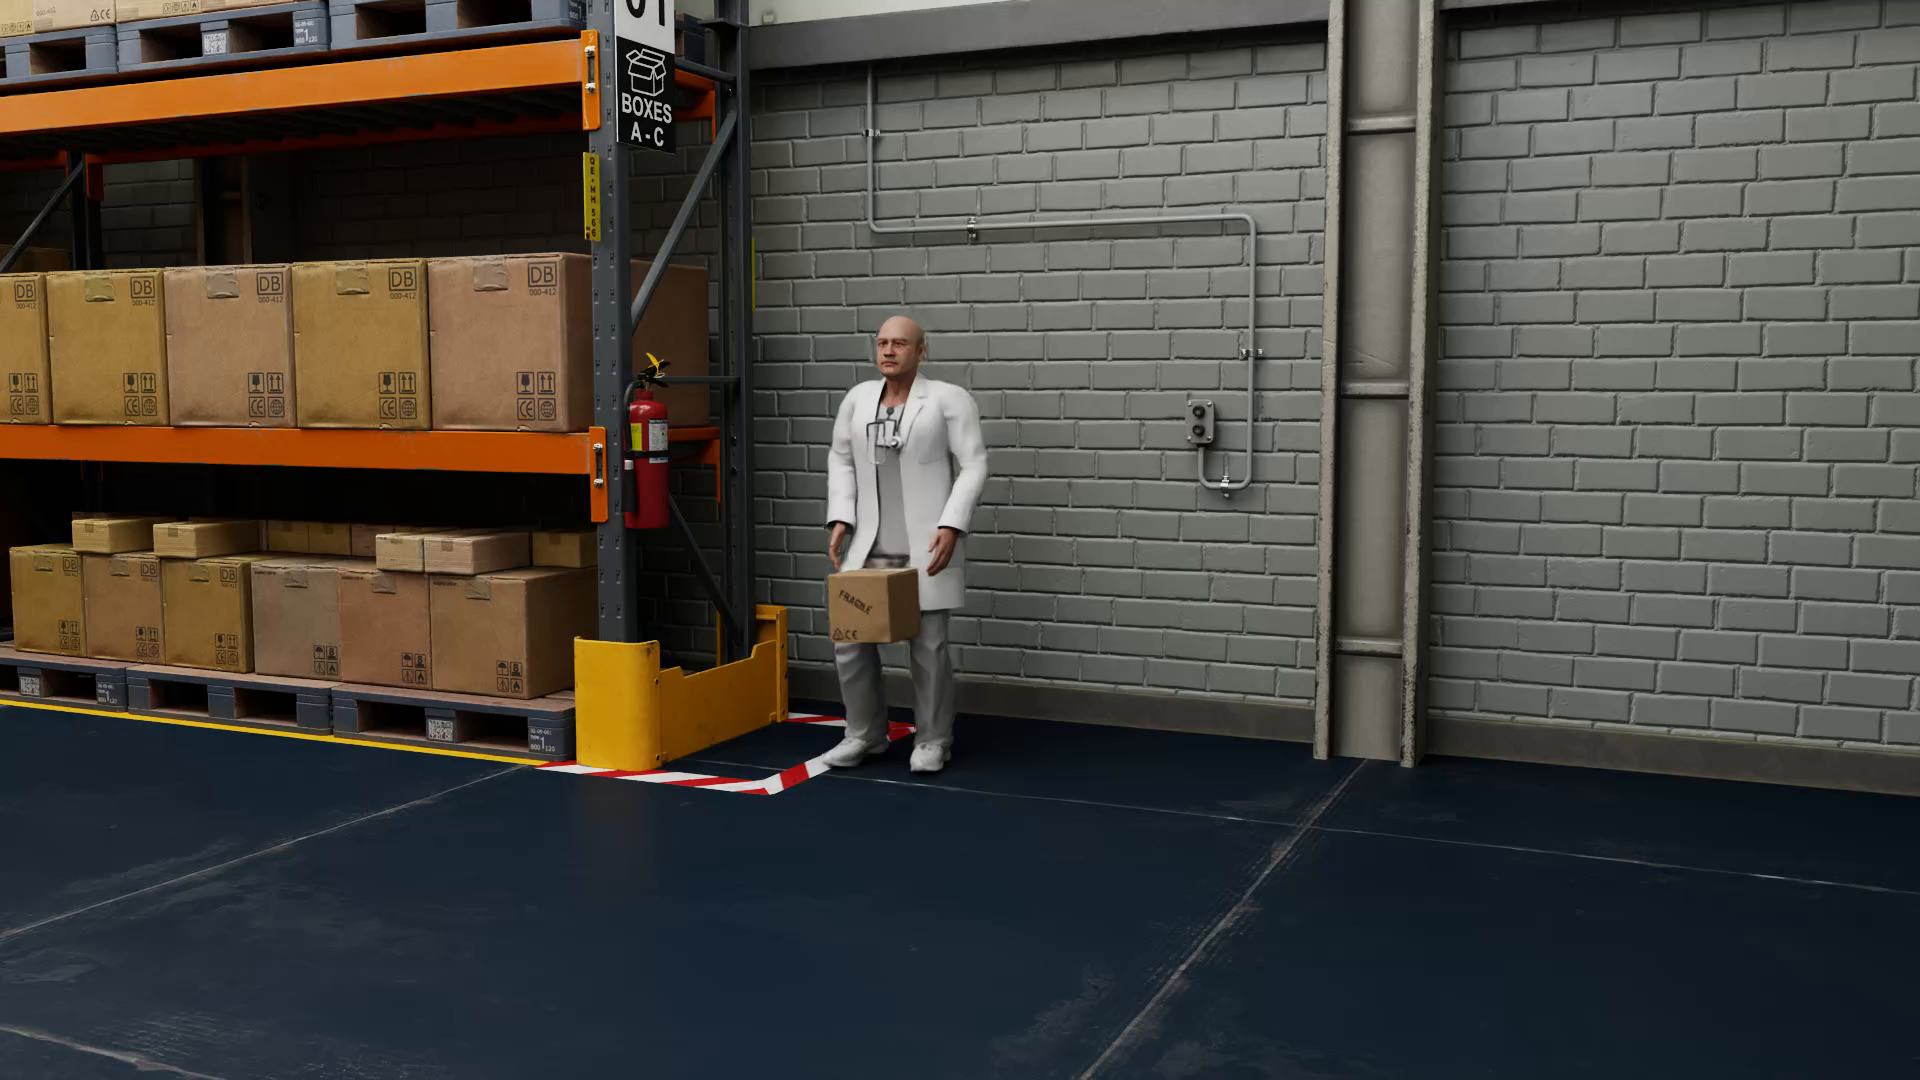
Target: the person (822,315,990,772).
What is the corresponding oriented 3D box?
[{"bbox_3d":[-0.214,0.021,6.387,0.687,1.747,0.502,2,6,21],"label":"person"}]
